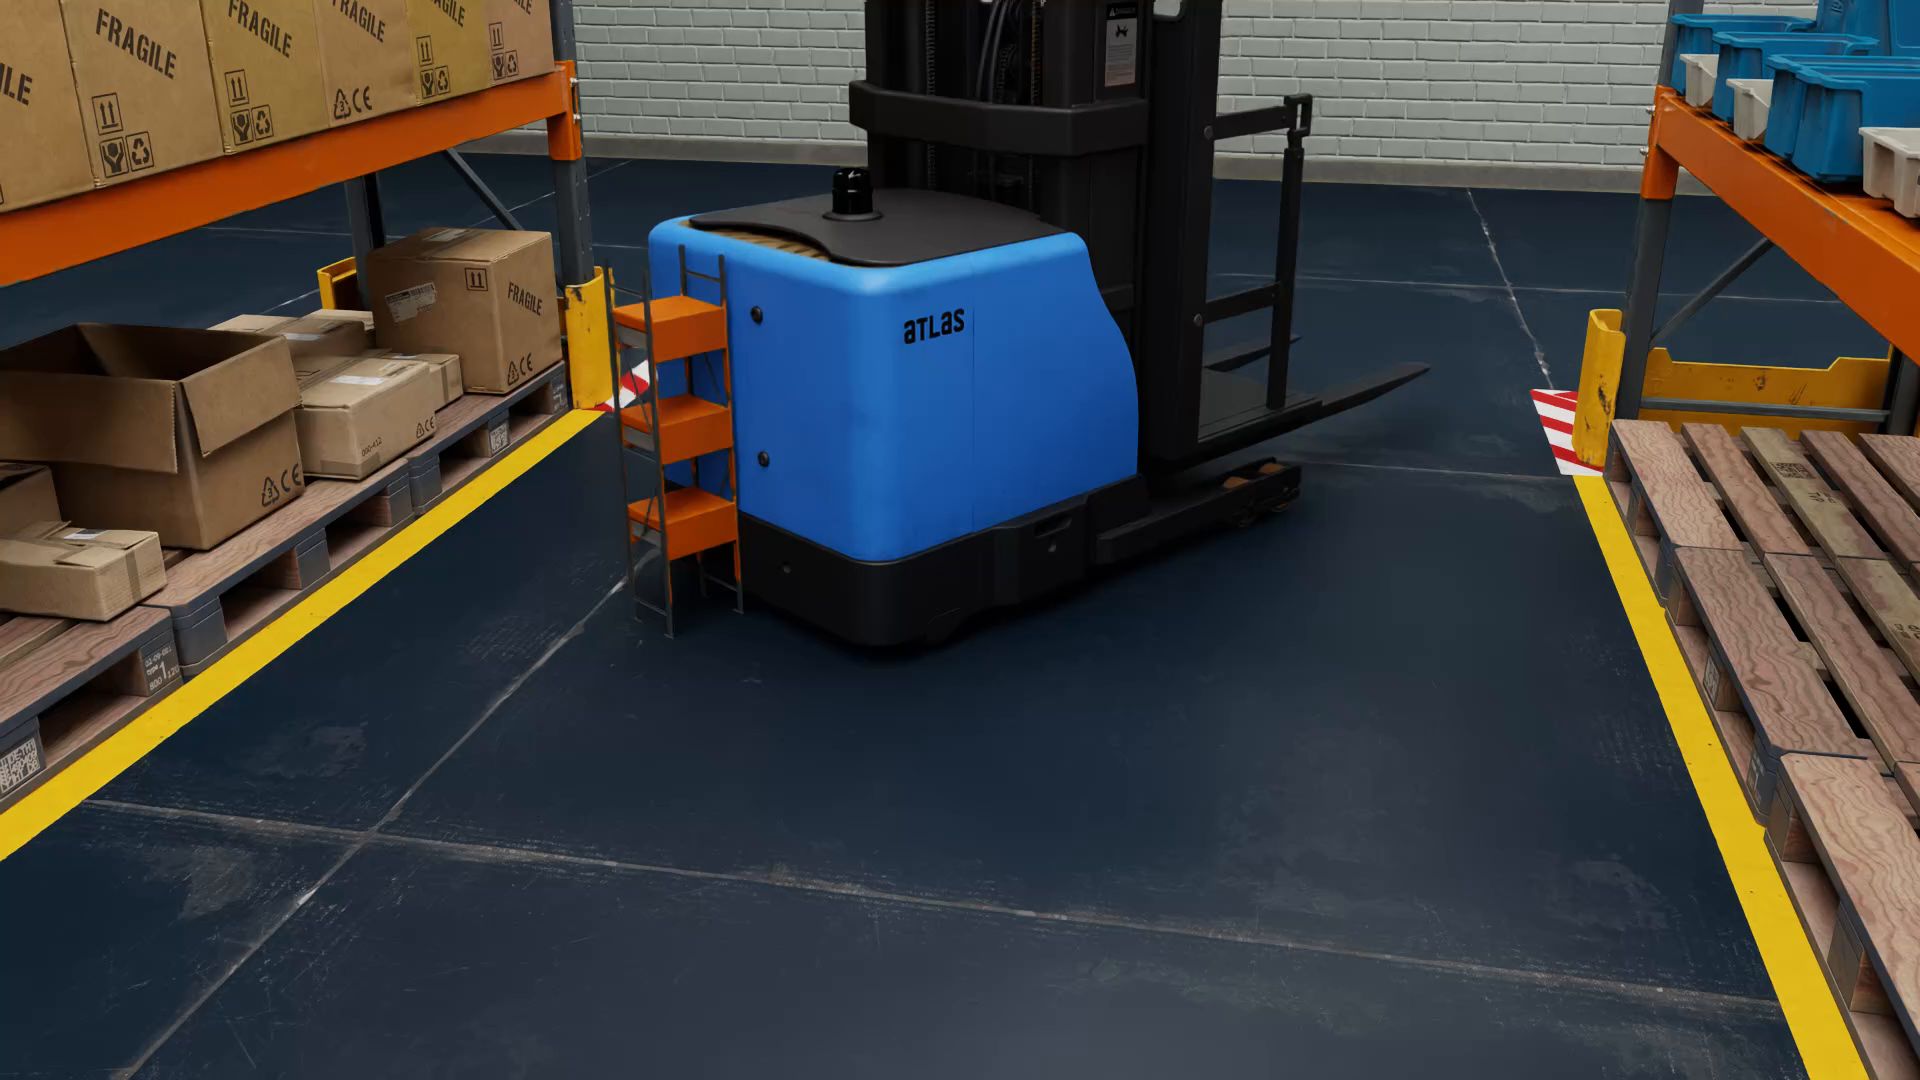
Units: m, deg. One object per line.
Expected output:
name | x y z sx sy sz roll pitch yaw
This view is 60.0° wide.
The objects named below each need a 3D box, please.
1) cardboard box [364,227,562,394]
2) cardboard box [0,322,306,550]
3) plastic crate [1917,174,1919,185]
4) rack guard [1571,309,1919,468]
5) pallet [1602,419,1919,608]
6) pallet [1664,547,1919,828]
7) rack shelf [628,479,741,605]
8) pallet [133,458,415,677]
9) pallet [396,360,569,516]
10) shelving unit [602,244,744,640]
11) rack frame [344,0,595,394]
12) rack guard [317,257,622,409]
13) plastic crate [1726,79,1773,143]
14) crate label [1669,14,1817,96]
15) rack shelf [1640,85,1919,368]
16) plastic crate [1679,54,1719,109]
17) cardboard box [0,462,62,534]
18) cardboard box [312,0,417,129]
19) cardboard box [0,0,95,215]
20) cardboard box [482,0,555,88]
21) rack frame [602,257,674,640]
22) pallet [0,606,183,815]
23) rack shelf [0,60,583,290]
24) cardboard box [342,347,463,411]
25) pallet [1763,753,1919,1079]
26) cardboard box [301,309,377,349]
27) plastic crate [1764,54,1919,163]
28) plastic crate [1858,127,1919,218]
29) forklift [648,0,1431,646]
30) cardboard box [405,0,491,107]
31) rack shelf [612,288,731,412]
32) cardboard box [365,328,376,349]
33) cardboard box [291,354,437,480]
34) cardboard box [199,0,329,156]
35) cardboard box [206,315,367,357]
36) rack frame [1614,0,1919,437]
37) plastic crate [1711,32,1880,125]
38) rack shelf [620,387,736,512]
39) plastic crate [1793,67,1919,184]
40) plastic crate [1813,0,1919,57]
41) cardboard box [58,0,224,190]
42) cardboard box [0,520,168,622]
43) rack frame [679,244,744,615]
cardboard box | -1.855 -0.873 6.262 0.500 0.500 0.500 4 22 11
cardboard box | -2.423 -0.316 4.877 0.797 0.503 0.637 4 22 11
plastic crate | 2.013 -0.534 2.952 0.437 0.125 0.590 4 22 11
rack guard | 2.856 -0.517 5.968 1.175 0.500 0.348 4 22 11
pallet | 2.657 -0.075 5.256 1.003 0.211 1.213 4 22 11
pallet | 2.406 0.370 4.152 1.003 0.211 1.213 4 22 11
rack shelf | -0.787 0.002 4.715 0.240 0.259 0.215 -20 29 -40
pallet | -2.413 0.012 5.041 1.003 0.211 1.213 4 22 11
pallet | -2.162 -0.433 6.146 1.003 0.211 1.213 4 22 11
shelving unit | -0.787 -0.265 4.607 0.252 1.050 0.215 -20 29 -40
rack frame | -1.985 -2.046 6.418 1.000 3.000 0.127 4 22 11
rack guard | -2.000 -0.858 6.816 1.175 0.500 0.348 4 22 11
plastic crate | 2.206 -1.148 4.461 0.250 0.136 0.298 4 22 11
crate label | 2.491 -1.552 5.335 0.416 0.233 0.303 4 22 11
rack shelf | 2.455 -0.602 3.795 1.077 0.370 4.000 4 22 11
plastic crate | 2.344 -1.396 5.077 0.250 0.136 0.298 4 22 11
cardboard box | -2.809 -0.044 4.458 0.500 0.311 0.500 4 22 11
cardboard box | -2.019 -1.536 5.017 0.500 0.500 0.500 5 22 11
cardboard box | -2.329 -0.982 3.644 0.500 0.500 0.500 5 22 12
cardboard box | -1.810 -1.908 5.941 0.500 0.500 0.500 5 23 13
rack frame | -0.874 -0.234 4.528 0.008 1.050 0.200 -20 29 -40
pallet | -2.660 0.460 3.930 1.003 0.211 1.213 4 22 11
rack shelf | -2.393 -0.981 4.736 1.077 0.370 4.000 4 22 11
cardboard box | -2.025 -0.577 5.974 0.380 0.166 0.250 4 22 11
pallet | 2.159 0.818 3.041 1.003 0.211 1.213 4 22 11
cardboard box | -2.407 -0.800 6.553 0.380 0.149 0.250 4 22 11
plastic crate | 2.222 -1.070 4.139 0.416 0.233 0.300 4 22 11
plastic crate | 2.108 -0.769 3.521 0.293 0.136 0.466 4 22 11
forklift | 0.504 -1.525 5.216 3.031 2.935 1.130 -20 29 -40
cardboard box | -1.912 -1.718 5.469 0.500 0.500 0.500 5 22 11
rack shelf | -0.787 -0.519 4.505 0.240 0.259 0.215 -20 29 -40
cardboard box | -2.458 -0.717 6.323 0.380 0.166 0.250 4 22 11
cardboard box | -2.078 -0.412 5.452 0.500 0.250 0.500 4 22 11
cardboard box | -2.122 -1.351 4.560 0.500 0.500 0.500 4 22 10
cardboard box | -2.475 -0.614 5.955 0.500 0.250 0.500 4 22 11
rack frame | 2.864 -1.667 5.477 1.000 3.000 0.127 4 22 11
plastic crate | 2.357 -1.311 4.737 0.416 0.233 0.300 4 22 11
rack shelf | -0.787 -0.256 4.611 0.240 0.259 0.215 -20 29 -40
plastic crate | 2.161 -0.960 3.867 0.416 0.233 0.300 4 22 11
plastic crate | 2.978 -1.574 5.120 0.616 0.435 0.499 4 22 11
cardboard box | -2.225 -1.165 4.098 0.500 0.500 0.500 4 22 11
cardboard box | -2.337 0.073 4.360 0.380 0.166 0.250 4 22 11
rack frame | -0.699 -0.297 4.686 0.008 1.050 0.200 -20 29 -40
